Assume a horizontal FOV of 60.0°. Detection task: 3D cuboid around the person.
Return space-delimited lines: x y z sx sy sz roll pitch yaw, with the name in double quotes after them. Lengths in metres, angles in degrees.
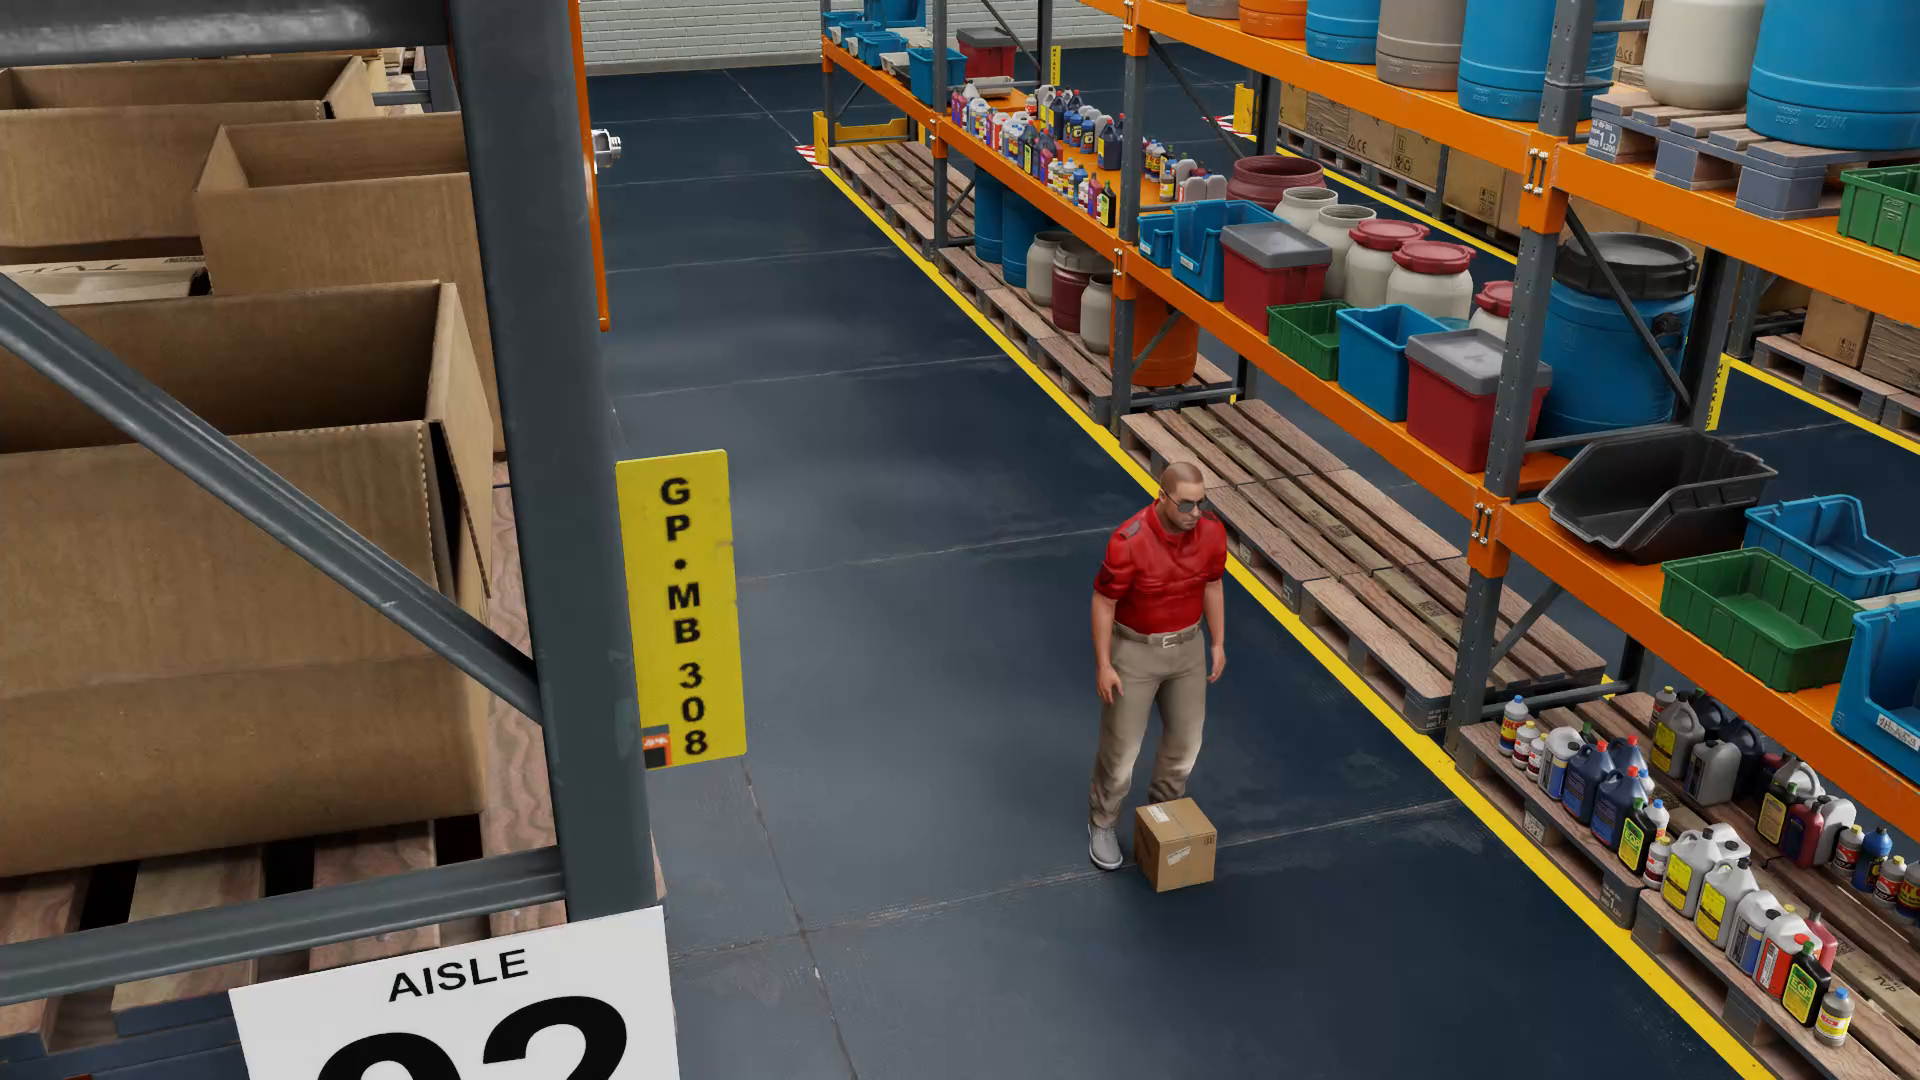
0.791 0.472 6.669 0.593 1.726 0.387 -9 27 -17 "person"
